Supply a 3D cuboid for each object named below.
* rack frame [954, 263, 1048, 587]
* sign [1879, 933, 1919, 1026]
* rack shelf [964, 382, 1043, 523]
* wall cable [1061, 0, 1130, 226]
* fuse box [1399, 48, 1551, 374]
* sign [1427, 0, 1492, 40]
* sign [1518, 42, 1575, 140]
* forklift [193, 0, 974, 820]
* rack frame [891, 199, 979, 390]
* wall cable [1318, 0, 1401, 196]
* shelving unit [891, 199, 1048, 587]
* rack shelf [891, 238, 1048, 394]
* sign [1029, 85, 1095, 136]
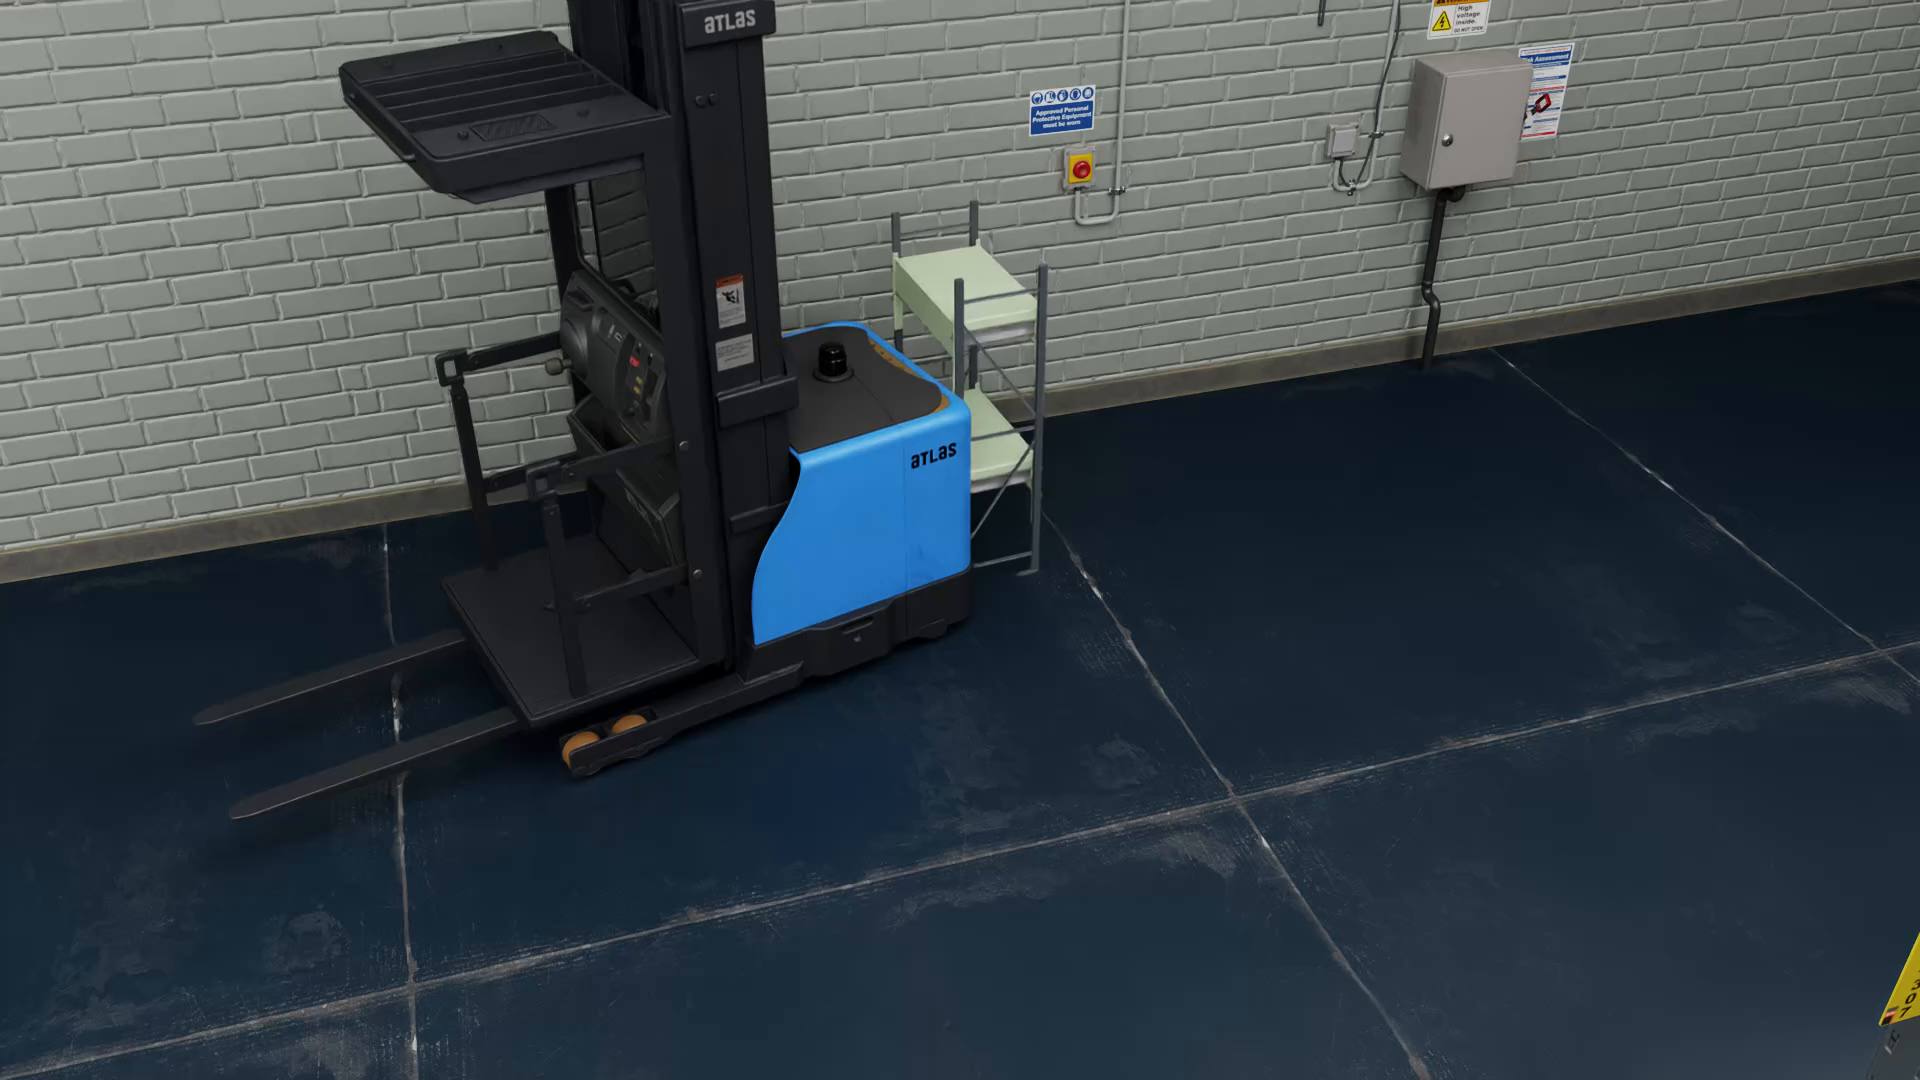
[{"bbox_3d":[0.166,-0.446,7.065,0.400,1.500,0.023,-13,35,-18],"label":"rack frame"},{"bbox_3d":[1.759,0.761,3.020,0.100,0.325,0.005,-10,35,-15],"label":"sign"},{"bbox_3d":[0.029,-0.361,7.528,0.431,0.370,0.720,-13,35,-18],"label":"rack shelf"},{"bbox_3d":[0.547,-2.328,7.603,0.585,1.953,0.123,-10,35,-15],"label":"wall cable"},{"bbox_3d":[2.592,-1.631,8.666,0.539,1.711,0.414,-10,35,-15],"label":"fuse box"},{"bbox_3d":[2.477,-2.612,8.233,0.339,0.242,0.001,-10,35,-15],"label":"sign"},{"bbox_3d":[3.000,-2.320,8.627,0.329,0.494,0.001,-10,35,-15],"label":"sign"},{"bbox_3d":[-1.462,-0.652,6.078,3.031,2.935,1.130,-19,38,-26],"label":"forklift"},{"bbox_3d":[-0.108,-0.820,7.631,0.400,1.500,0.023,-13,35,-18],"label":"rack frame"},{"bbox_3d":[1.895,-2.560,7.982,0.588,1.984,0.122,-10,35,-15],"label":"wall cable"},{"bbox_3d":[0.029,-0.633,7.348,0.431,1.500,0.755,-13,35,-18],"label":"shelving unit"},{"bbox_3d":[0.029,-0.959,7.133,0.431,0.370,0.720,-13,35,-18],"label":"rack shelf"},{"bbox_3d":[0.483,-2.028,7.854,0.327,0.218,0.001,-10,35,-15],"label":"sign"}]
